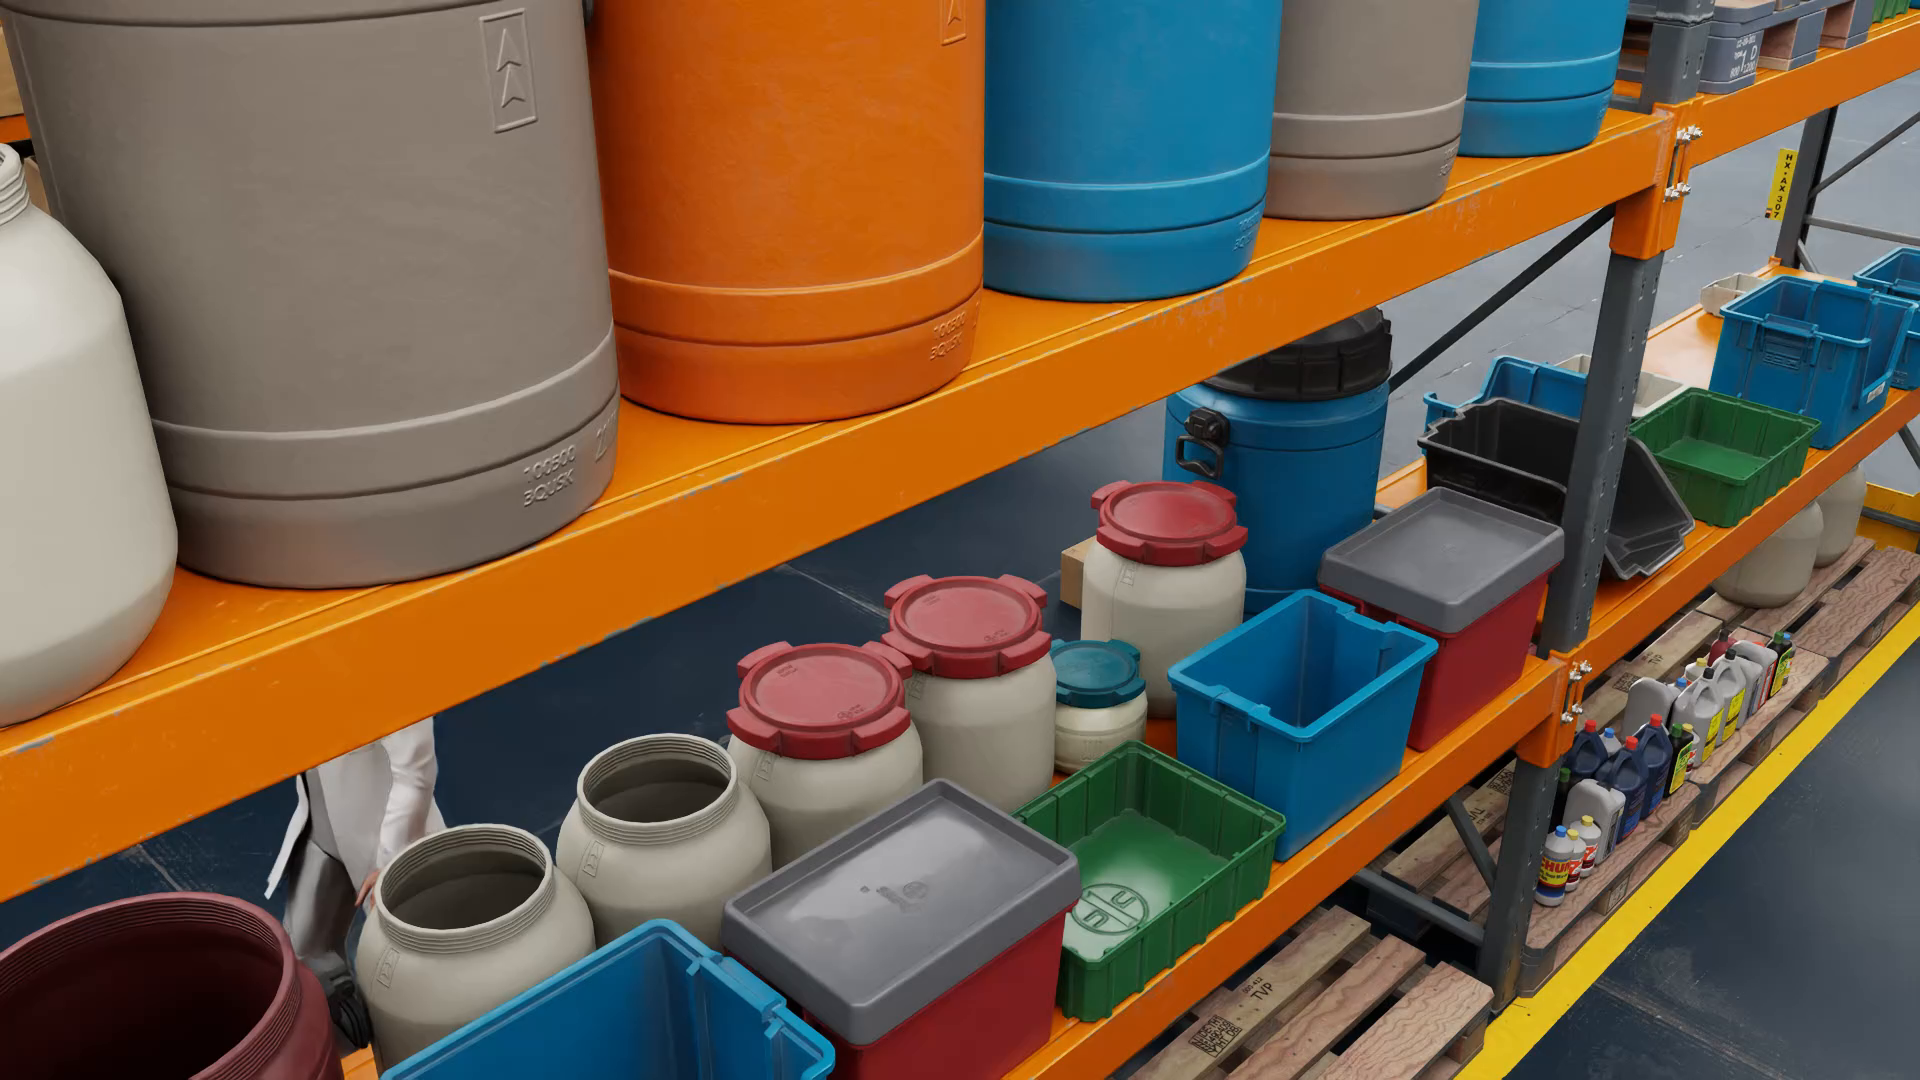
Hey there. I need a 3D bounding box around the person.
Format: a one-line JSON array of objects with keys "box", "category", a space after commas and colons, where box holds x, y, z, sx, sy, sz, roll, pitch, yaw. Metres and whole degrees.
[{"box": [-1.622, 0.782, 4.618, 0.619, 1.739, 1.051, 19, 33, 32], "category": "person"}]
